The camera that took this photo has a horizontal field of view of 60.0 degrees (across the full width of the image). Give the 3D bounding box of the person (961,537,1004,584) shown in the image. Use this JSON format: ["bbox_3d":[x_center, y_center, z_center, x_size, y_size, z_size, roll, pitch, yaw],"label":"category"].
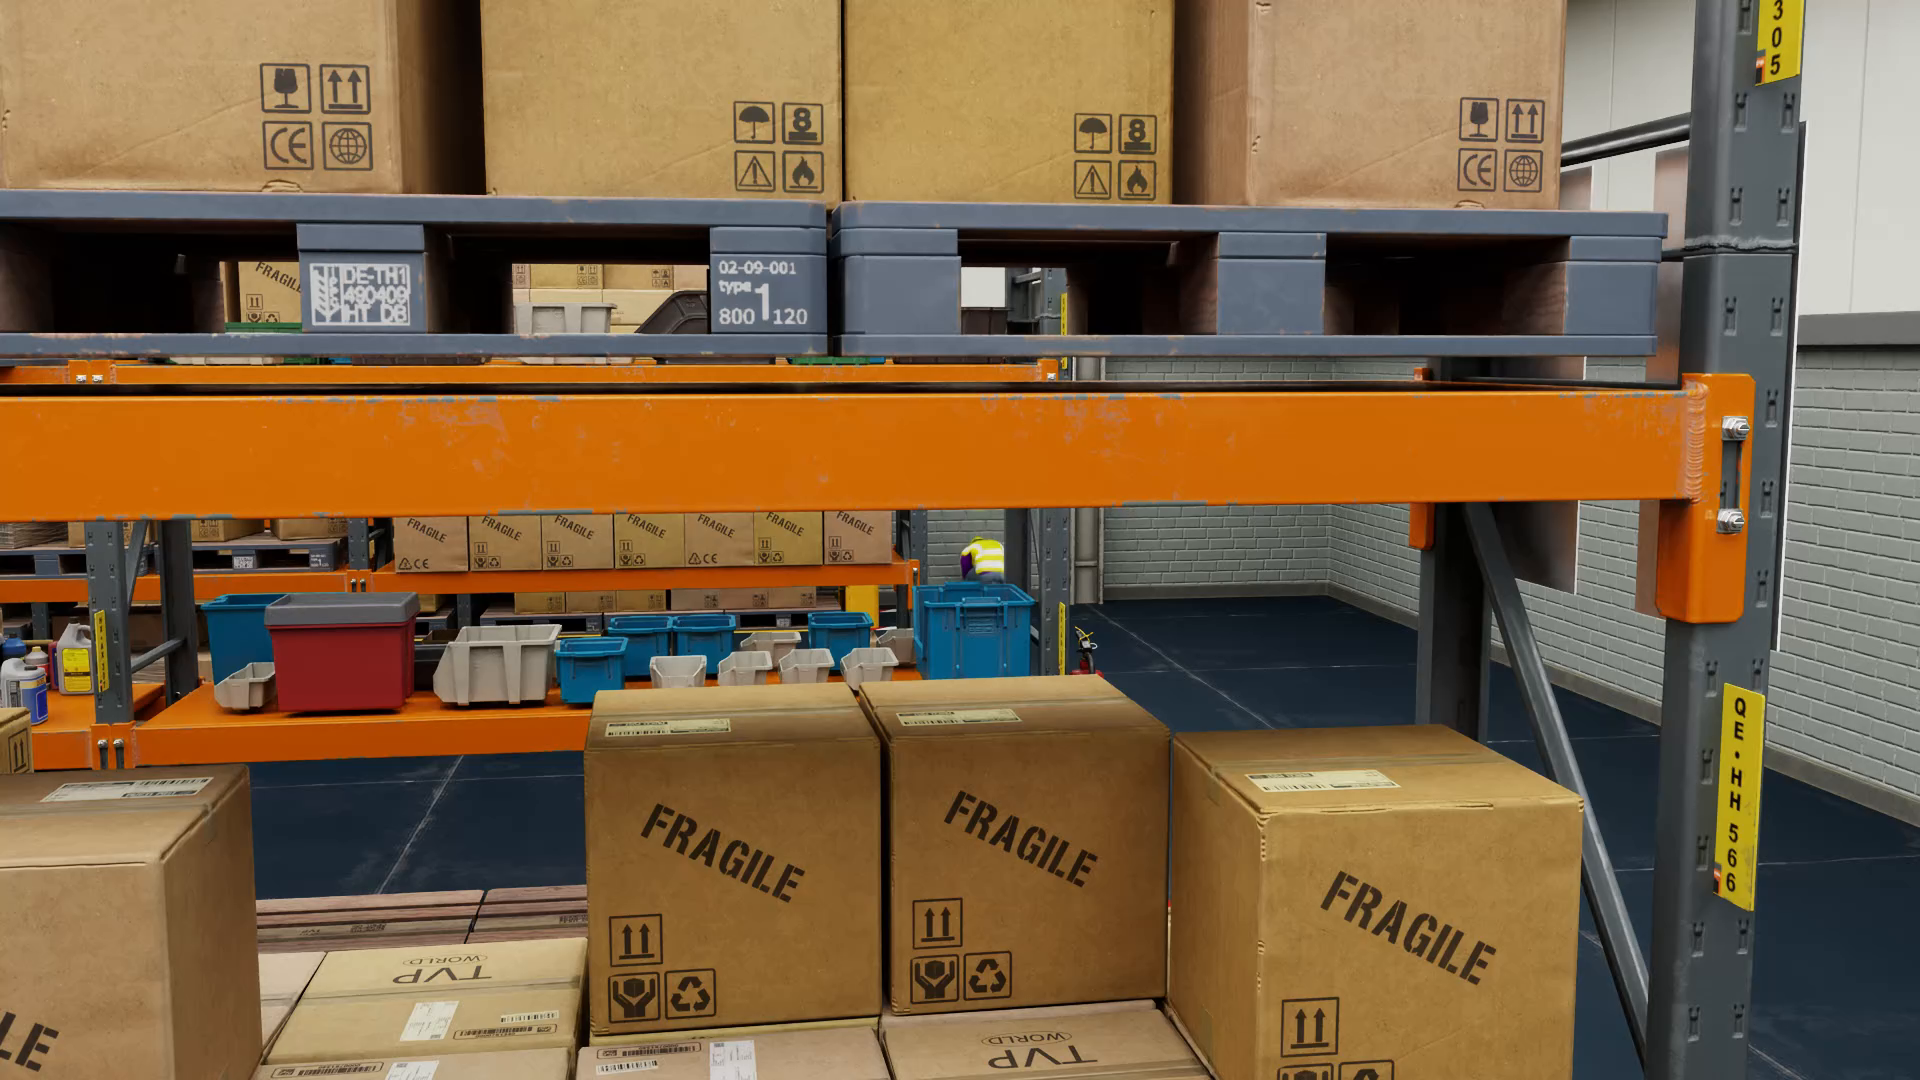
[{"bbox_3d":[0.289,0.411,18.427,0.526,0.805,0.964,-1,7,-10],"label":"person"}]
